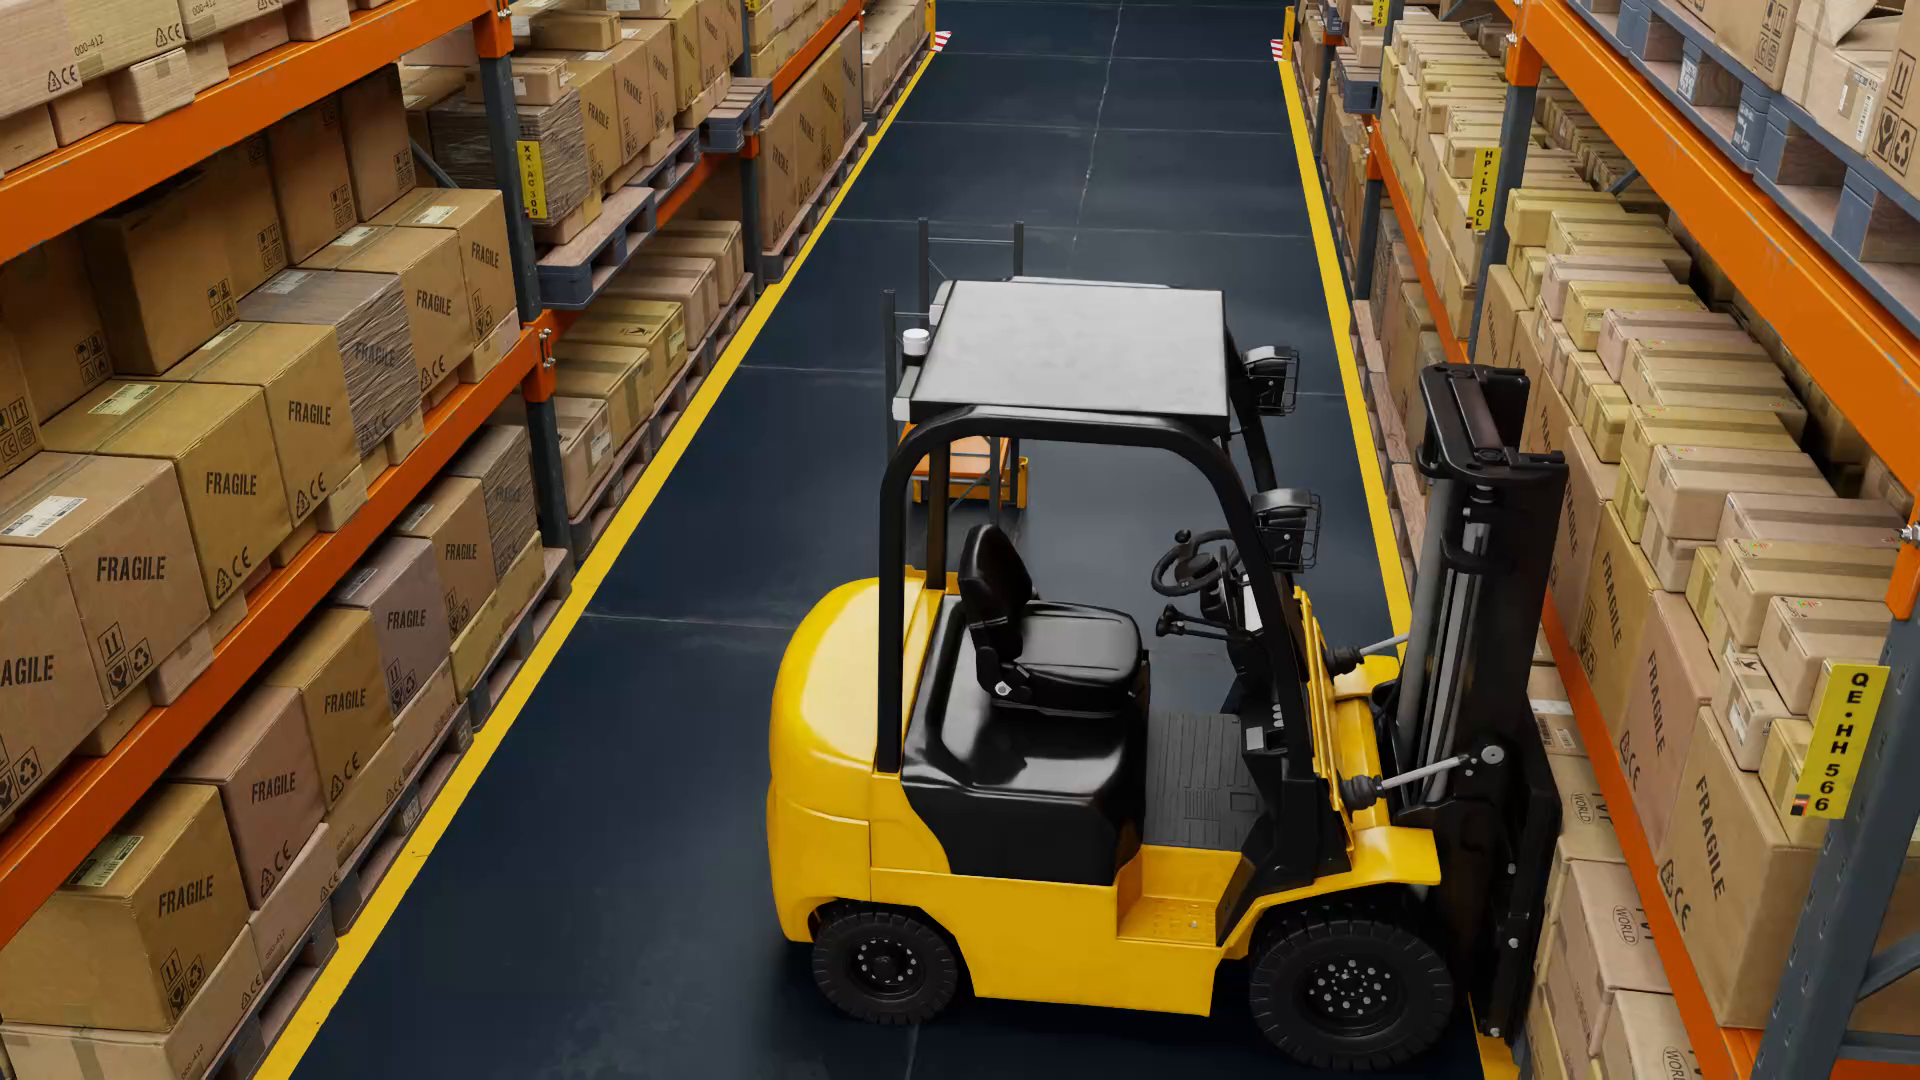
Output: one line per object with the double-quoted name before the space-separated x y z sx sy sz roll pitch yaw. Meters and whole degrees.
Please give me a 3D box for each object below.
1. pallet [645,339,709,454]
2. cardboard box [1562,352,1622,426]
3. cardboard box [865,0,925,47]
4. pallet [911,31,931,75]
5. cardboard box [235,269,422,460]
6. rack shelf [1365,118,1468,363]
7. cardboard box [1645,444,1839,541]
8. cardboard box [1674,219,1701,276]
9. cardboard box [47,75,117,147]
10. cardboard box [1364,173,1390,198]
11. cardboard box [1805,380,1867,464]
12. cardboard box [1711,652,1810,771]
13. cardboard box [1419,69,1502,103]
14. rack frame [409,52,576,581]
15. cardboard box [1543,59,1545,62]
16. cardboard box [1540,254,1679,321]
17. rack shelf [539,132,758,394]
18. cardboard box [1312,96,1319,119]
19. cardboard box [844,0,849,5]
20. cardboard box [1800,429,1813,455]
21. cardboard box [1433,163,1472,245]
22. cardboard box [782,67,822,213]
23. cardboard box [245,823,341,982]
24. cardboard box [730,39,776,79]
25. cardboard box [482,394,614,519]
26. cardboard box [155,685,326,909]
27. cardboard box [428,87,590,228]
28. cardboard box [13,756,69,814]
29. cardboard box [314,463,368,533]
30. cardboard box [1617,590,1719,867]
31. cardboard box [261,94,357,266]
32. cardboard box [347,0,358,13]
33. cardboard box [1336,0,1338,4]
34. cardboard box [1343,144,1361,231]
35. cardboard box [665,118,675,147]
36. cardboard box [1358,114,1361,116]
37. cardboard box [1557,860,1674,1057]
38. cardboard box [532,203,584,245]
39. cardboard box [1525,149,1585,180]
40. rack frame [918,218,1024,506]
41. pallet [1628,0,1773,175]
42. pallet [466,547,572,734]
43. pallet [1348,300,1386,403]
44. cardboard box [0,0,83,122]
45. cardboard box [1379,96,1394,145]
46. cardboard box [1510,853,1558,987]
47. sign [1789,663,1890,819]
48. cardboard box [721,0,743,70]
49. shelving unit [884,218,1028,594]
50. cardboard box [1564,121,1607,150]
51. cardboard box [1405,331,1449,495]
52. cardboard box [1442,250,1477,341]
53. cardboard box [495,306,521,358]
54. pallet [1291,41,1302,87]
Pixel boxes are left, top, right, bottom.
"pallet" -2.098 -0.872 9.646 1.003 0.211 1.213 3 28 6
"cardboard box" 2.102 -0.464 5.160 0.380 0.149 0.250 2 28 5
"cardboard box" -0.850 -5.546 17.641 0.875 0.438 0.875 2 28 4
"pallet" -0.889 -5.197 17.674 1.003 0.211 1.213 3 28 6
"cardboard box" -2.262 -0.621 5.822 0.500 0.500 0.500 4 29 8
"rack shelf" 2.833 -1.495 8.621 1.077 0.370 4.000 3 28 6
"cardboard box" 1.963 -0.113 4.195 0.380 0.149 0.250 4 29 7
"cardboard box" 2.777 -1.047 5.929 0.380 0.149 0.250 3 28 5
"cardboard box" -2.422 -1.116 4.261 0.380 0.149 0.250 2 28 5
"cardboard box" 2.887 -2.370 10.996 0.380 0.149 0.250 2 28 4
"cardboard box" 2.569 -0.320 4.579 0.380 0.149 0.250 3 29 6
"cardboard box" 1.864 0.381 3.590 0.380 0.149 0.250 4 29 7
"cardboard box" 2.599 -2.342 8.645 0.380 0.149 0.250 4 29 7
"rack frame" -2.339 -1.157 7.235 1.000 3.000 0.127 3 28 6
"cardboard box" 3.264 -2.550 9.032 0.380 0.149 0.250 3 28 5
"cardboard box" 2.156 -0.834 5.532 0.380 0.149 0.250 4 29 7
"rack shelf" -2.094 -1.782 9.153 1.077 0.370 4.000 3 28 6
"cardboard box" 3.345 -3.845 14.788 0.380 0.149 0.250 3 28 5
"cardboard box" -1.164 -4.631 13.841 0.500 0.250 0.500 3 28 5
"cardboard box" 2.615 -0.308 4.870 0.380 0.149 0.250 2 28 5
"cardboard box" 2.450 -1.513 7.527 0.500 0.250 0.500 3 28 5
"cardboard box" -1.568 -3.029 12.508 0.875 0.875 0.875 4 29 7
"cardboard box" -2.386 1.148 5.413 0.500 0.250 0.500 4 29 8
"cardboard box" -1.539 -3.190 11.166 0.500 0.250 0.500 3 28 5
"cardboard box" -2.277 -0.432 8.217 0.950 0.372 0.625 4 29 7
"cardboard box" -2.394 0.800 5.268 0.500 0.500 0.500 2 28 4
"cardboard box" -1.997 -1.721 7.420 0.500 0.500 0.500 4 29 7
"cardboard box" -2.565 0.569 4.296 0.380 0.149 0.250 4 29 7
"cardboard box" -2.254 -0.157 5.644 0.380 0.149 0.250 4 29 7
"cardboard box" 1.970 0.478 4.095 0.500 0.500 0.500 4 29 8
"cardboard box" -2.692 -1.339 6.099 0.700 0.500 0.500 4 29 6
"cardboard box" -2.279 -1.849 5.621 0.380 0.149 0.250 2 28 4
"cardboard box" 3.017 -4.130 12.453 0.396 0.266 0.258 5 29 9
"cardboard box" 3.049 -2.531 11.978 0.500 0.500 0.500 5 29 8
"cardboard box" -1.767 -2.212 9.016 0.380 0.149 0.250 2 28 5
"cardboard box" 3.158 -3.106 12.361 0.380 0.149 0.250 3 29 6
"cardboard box" 1.901 1.122 4.406 0.500 0.250 0.500 4 29 7
"cardboard box" -1.958 -1.473 7.644 0.380 0.149 0.250 4 29 7
"cardboard box" 2.505 -1.608 7.283 0.380 0.149 0.250 3 28 6
"rack frame" 0.052 -0.859 8.264 0.500 1.500 0.032 3 28 6
"pallet" 2.357 -1.176 4.202 1.003 0.211 1.213 3 28 6
"pallet" -2.386 0.389 7.306 1.003 0.211 1.213 3 28 6
"pallet" 2.938 -1.140 10.144 1.003 0.211 1.213 3 28 6
"cardboard box" -2.432 -1.117 3.843 0.500 0.250 0.500 3 28 5
"cardboard box" 2.781 -2.493 9.872 0.500 0.250 0.500 3 29 6
"cardboard box" 1.961 1.091 4.991 0.500 0.250 0.500 3 28 5
"sign" 1.561 0.360 2.948 0.100 0.325 0.005 3 28 6
"cardboard box" -1.629 -3.170 10.109 0.500 0.500 0.500 3 28 5
"shelving unit" -0.009 -0.624 7.828 0.587 1.500 1.083 3 28 6
"cardboard box" 3.026 -1.831 7.696 0.380 0.149 0.250 3 28 6
"cardboard box" 2.743 -0.621 8.301 0.875 0.625 0.625 3 28 6
"cardboard box" 2.390 -1.057 7.207 0.500 0.250 0.500 4 29 7
"cardboard box" -2.076 -0.877 6.981 0.380 0.149 0.250 3 28 6
"pallet" 3.952 -4.880 17.086 1.003 0.211 1.213 3 28 6
